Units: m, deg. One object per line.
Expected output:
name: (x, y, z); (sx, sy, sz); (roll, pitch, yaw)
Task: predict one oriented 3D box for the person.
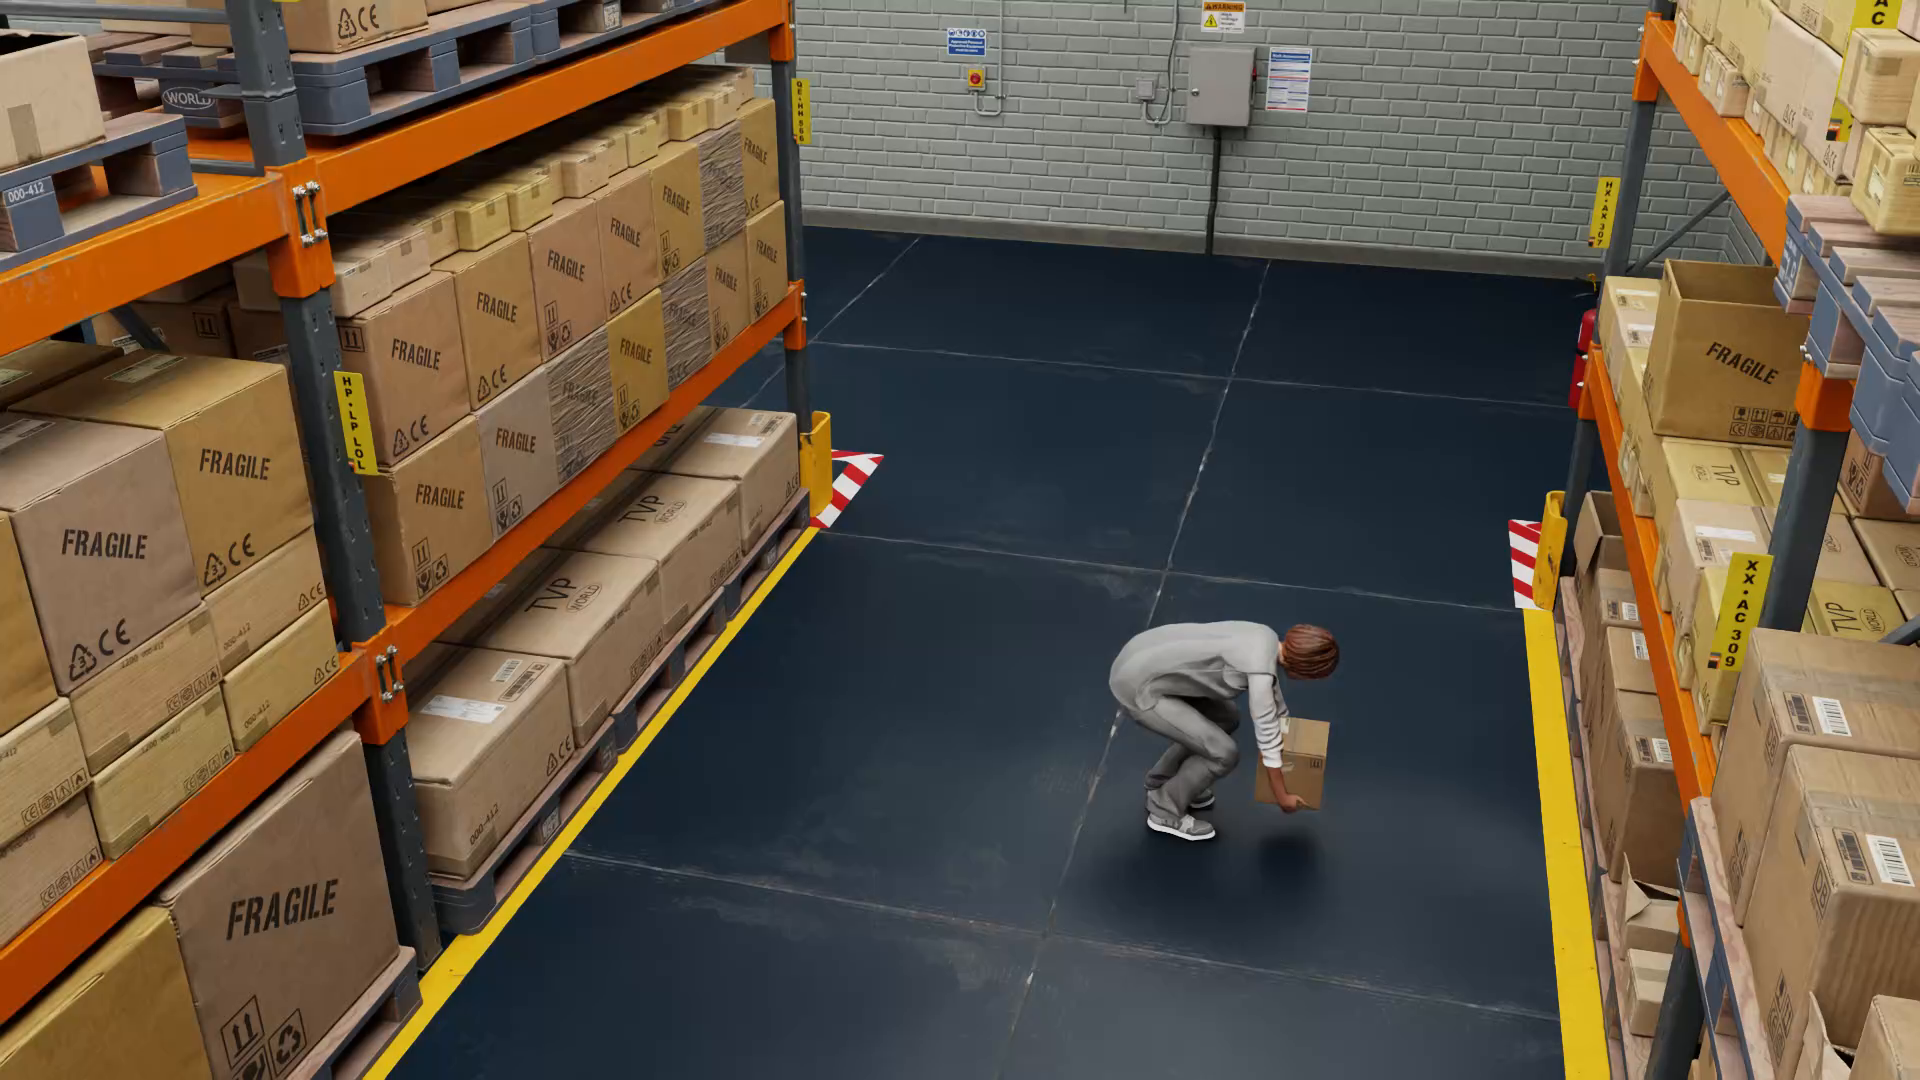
person: (0.998, 0.710, 6.436); (0.854, 0.914, 0.428); (5, 26, 11)
